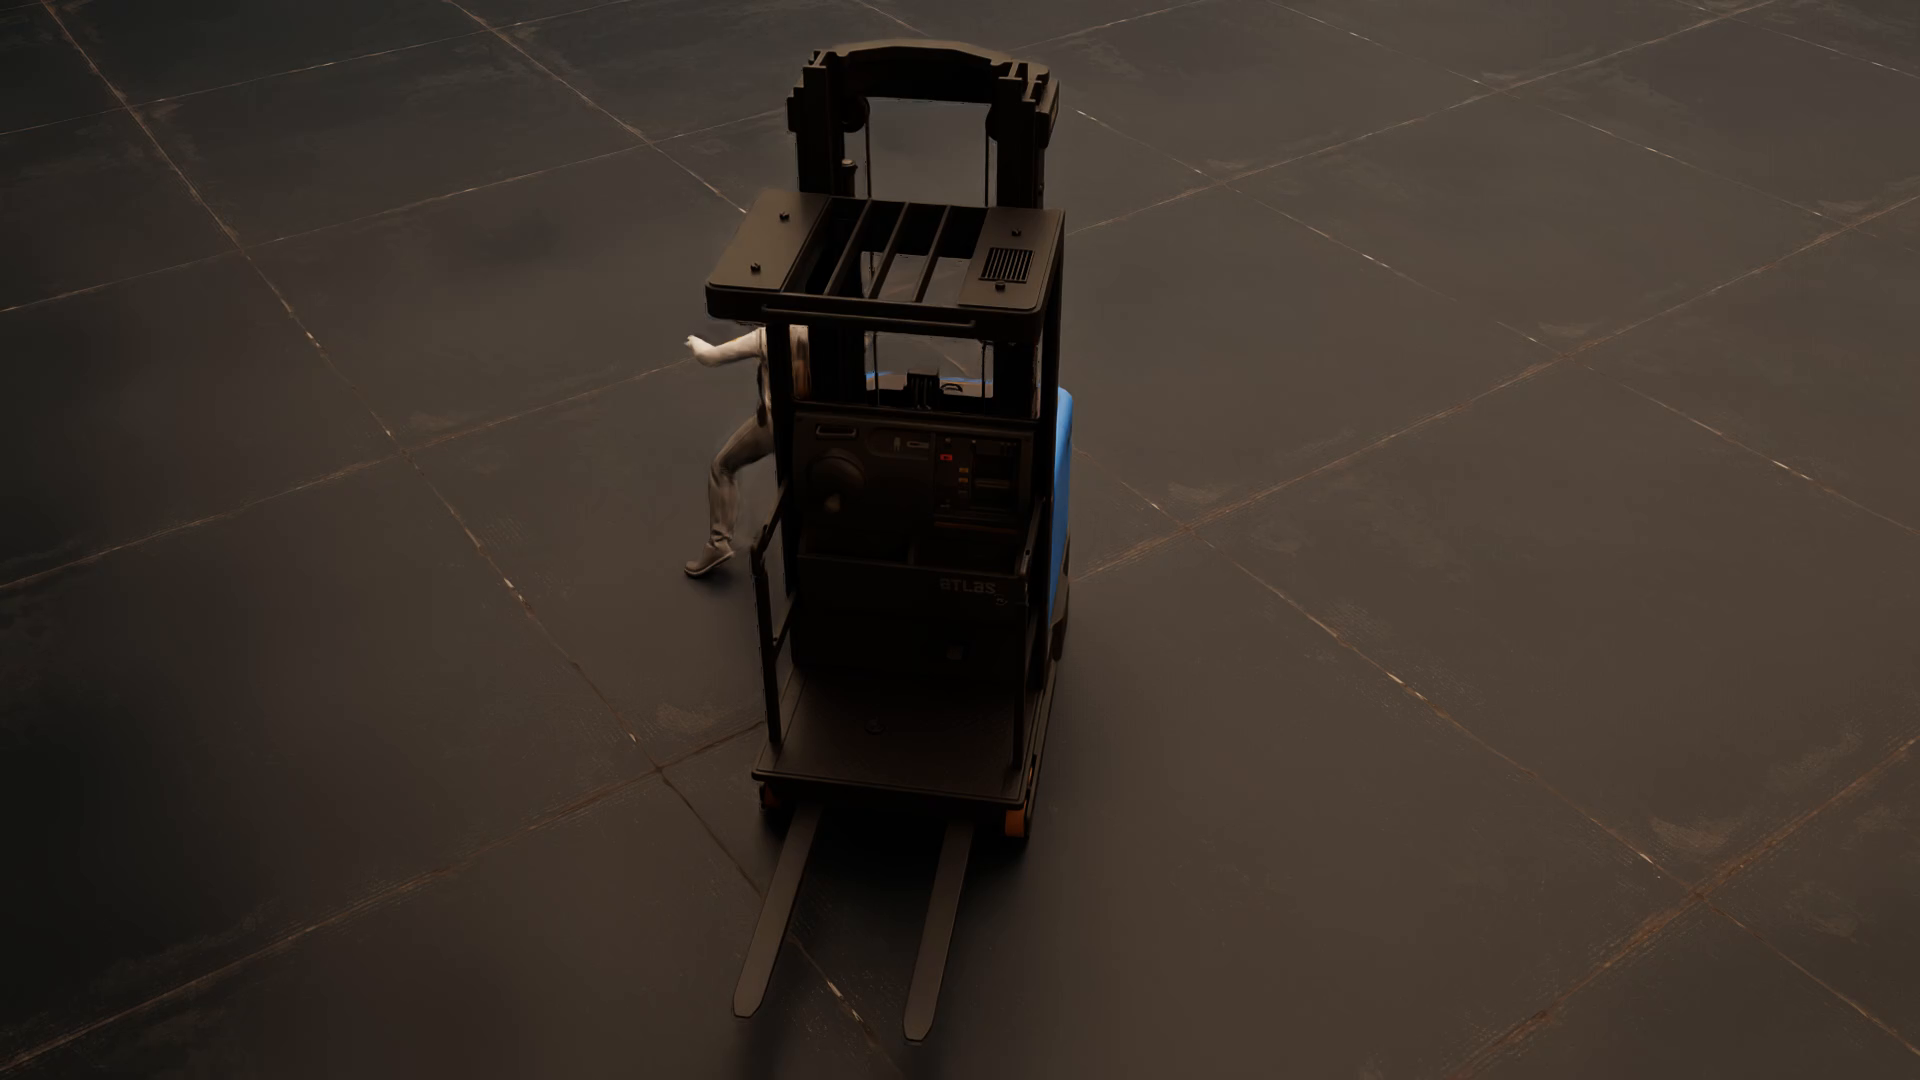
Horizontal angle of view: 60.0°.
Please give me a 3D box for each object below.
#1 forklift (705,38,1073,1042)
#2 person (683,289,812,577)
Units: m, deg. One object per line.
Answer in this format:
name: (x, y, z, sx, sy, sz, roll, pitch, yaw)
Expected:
forklift: (-0.217, -0.198, 6.213, 1.130, 2.935, 3.031, 5, 37, 7)
person: (-0.866, -0.698, 8.130, 1.209, 1.489, 0.810, -11, 38, -15)
